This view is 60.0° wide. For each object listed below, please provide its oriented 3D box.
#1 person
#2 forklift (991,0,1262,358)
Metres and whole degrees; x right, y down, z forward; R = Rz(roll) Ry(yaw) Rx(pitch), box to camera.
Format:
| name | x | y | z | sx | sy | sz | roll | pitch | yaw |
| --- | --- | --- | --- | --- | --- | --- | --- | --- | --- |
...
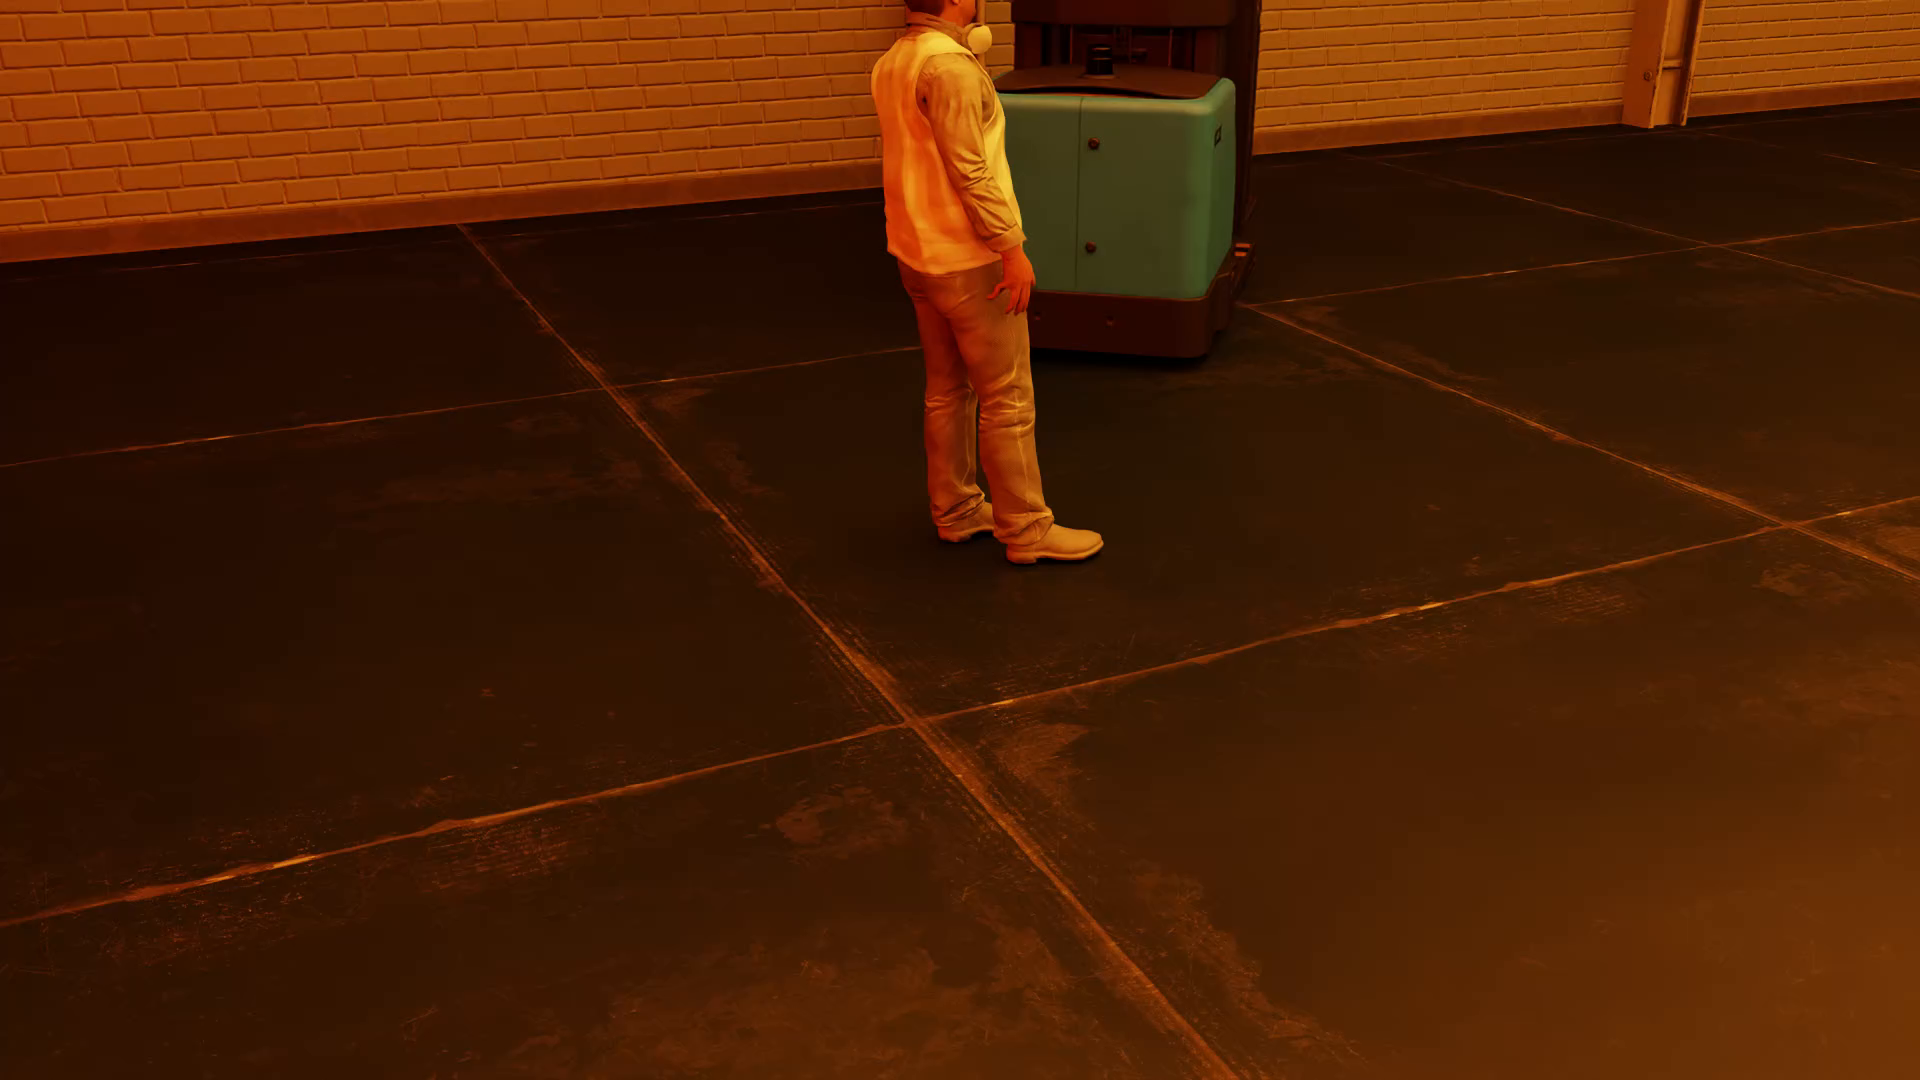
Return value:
| name | x | y | z | sx | sy | sz | roll | pitch | yaw |
| --- | --- | --- | --- | --- | --- | --- | --- | --- | --- |
| person | 0.060 | -0.833 | 4.781 | 0.568 | 1.773 | 0.632 | -10 | 25 | -23 |
| forklift | 0.849 | -2.619 | 7.592 | 1.130 | 2.935 | 3.031 | 6 | 23 | 14 |
